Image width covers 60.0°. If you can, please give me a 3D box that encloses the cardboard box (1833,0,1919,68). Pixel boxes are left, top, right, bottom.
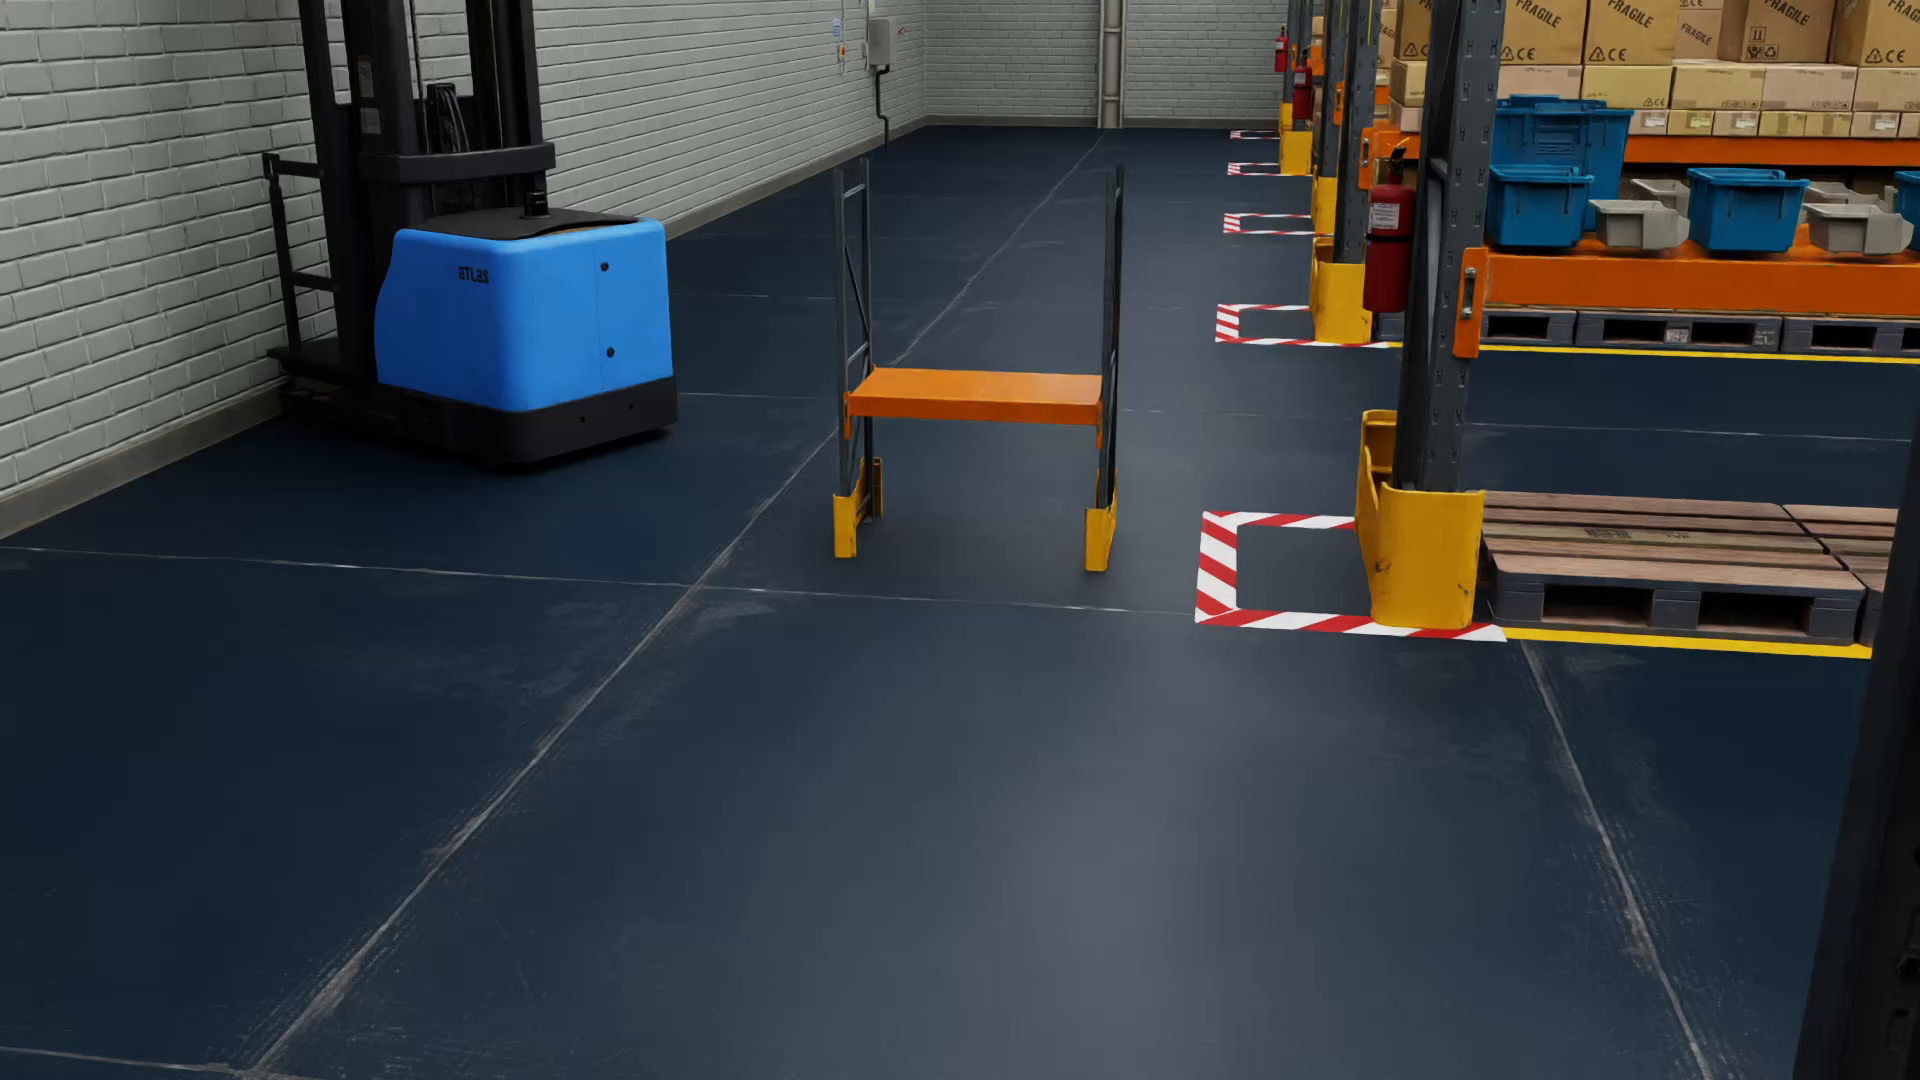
[{"bbox_3d":[5.498,-3.038,9.740,0.500,0.500,0.500,3,19,9],"label":"cardboard box"}]

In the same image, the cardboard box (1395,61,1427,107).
[{"bbox_3d":[2.970,-2.809,10.237,0.500,0.250,0.500,2,19,7],"label":"cardboard box"}]

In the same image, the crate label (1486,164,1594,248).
[{"bbox_3d":[1.944,-1.129,5.620,0.303,0.233,0.416,3,19,9],"label":"crate label"}]

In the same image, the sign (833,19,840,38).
[{"bbox_3d":[-1.529,-6.345,20.612,0.001,0.218,0.327,3,19,9],"label":"sign"}]

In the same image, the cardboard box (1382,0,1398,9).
[{"bbox_3d":[3.826,-4.953,14.677,0.500,0.500,0.500,3,19,8],"label":"cardboard box"}]

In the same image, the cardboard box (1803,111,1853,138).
[{"bbox_3d":[5.119,-2.491,9.918,0.250,0.149,0.380,3,19,10],"label":"cardboard box"}]

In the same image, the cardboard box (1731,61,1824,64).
[{"bbox_3d":[5.063,-2.873,10.429,0.500,0.250,0.500,3,19,10],"label":"cardboard box"}]

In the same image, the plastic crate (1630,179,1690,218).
[{"bbox_3d":[2.587,-1.215,6.027,0.243,0.136,0.396,3,19,9],"label":"plastic crate"}]

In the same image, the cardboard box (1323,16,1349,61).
[{"bbox_3d":[4.539,-5.885,19.508,0.500,0.500,0.500,3,19,8],"label":"cardboard box"}]

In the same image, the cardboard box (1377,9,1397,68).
[{"bbox_3d":[3.825,-4.476,14.825,0.500,0.500,0.500,4,19,11],"label":"cardboard box"}]

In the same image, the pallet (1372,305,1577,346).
[{"bbox_3d":[3.340,-1.509,10.981,1.213,0.211,1.003,3,19,9],"label":"pallet"}]

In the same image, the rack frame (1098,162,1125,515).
[{"bbox_3d":[0.586,-0.681,6.476,0.032,1.500,0.500,3,19,9],"label":"rack frame"}]

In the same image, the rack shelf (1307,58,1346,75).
[{"bbox_3d":[6.085,-5.510,19.678,4.000,0.370,1.077,3,19,9],"label":"rack shelf"}]

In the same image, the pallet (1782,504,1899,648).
[{"bbox_3d":[3.762,0.142,6.045,1.213,0.211,1.003,3,19,9],"label":"pallet"}]

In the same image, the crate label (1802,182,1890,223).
[{"bbox_3d":[3.150,-1.189,5.951,0.243,0.136,0.396,3,19,9],"label":"crate label"}]

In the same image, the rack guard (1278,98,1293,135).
[{"bbox_3d":[4.969,-6.318,24.898,0.348,0.500,1.175,3,19,9],"label":"rack guard"}]

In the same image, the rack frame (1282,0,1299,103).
[{"bbox_3d":[4.894,-7.507,24.513,0.127,3.000,1.000,3,19,9],"label":"rack frame"}]

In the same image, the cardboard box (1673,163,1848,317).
[{"bbox_3d":[4.960,-1.941,10.564,0.875,0.875,0.875,3,19,9],"label":"cardboard box"}]

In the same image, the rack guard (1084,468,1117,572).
[{"bbox_3d":[0.567,-0.090,6.677,0.087,0.250,0.587,3,19,9],"label":"rack guard"}]

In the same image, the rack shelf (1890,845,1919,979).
[{"bbox_3d":[2.938,0.698,1.124,4.000,0.370,1.077,3,19,9],"label":"rack shelf"}]

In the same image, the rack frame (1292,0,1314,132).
[{"bbox_3d":[4.110,-5.952,19.865,0.127,3.000,1.000,3,19,9],"label":"rack frame"}]

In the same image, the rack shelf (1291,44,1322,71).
[{"bbox_3d":[6.869,-7.066,24.326,4.000,0.370,1.077,3,19,9],"label":"rack shelf"}]

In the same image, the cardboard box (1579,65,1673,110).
[{"bbox_3d":[3.979,-2.758,10.087,0.500,0.250,0.500,2,19,7],"label":"cardboard box"}]

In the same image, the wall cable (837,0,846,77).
[{"bbox_3d":[-1.461,-6.725,20.525,0.123,1.953,0.585,3,19,9],"label":"wall cable"}]

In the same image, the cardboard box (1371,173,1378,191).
[{"bbox_3d":[3.902,-3.278,15.234,0.250,0.149,0.380,4,19,11],"label":"cardboard box"}]

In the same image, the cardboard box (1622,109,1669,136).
[{"bbox_3d":[4.107,-2.543,10.072,0.250,0.149,0.380,3,19,8],"label":"cardboard box"}]

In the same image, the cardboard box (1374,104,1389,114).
[{"bbox_3d":[6.321,-6.405,24.497,0.500,0.500,0.700,4,19,11],"label":"cardboard box"}]

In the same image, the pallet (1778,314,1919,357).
[{"bbox_3d":[5.750,-1.387,10.614,1.213,0.211,1.003,3,19,9],"label":"pallet"}]

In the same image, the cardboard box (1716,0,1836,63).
[{"bbox_3d":[5.056,-3.228,10.308,0.500,0.500,0.500,2,19,7],"label":"cardboard box"}]

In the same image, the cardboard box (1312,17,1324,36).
[{"bbox_3d":[5.299,-7.470,24.169,0.500,0.250,0.500,3,19,9],"label":"cardboard box"}]

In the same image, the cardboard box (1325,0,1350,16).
[{"bbox_3d":[4.539,-6.360,19.351,0.500,0.500,0.500,3,19,7],"label":"cardboard box"}]

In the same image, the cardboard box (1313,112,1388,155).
[{"bbox_3d":[4.778,-4.934,20.199,0.875,0.438,0.875,2,19,7],"label":"cardboard box"}]

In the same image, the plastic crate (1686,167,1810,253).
[{"bbox_3d":[2.594,-1.096,5.521,0.300,0.233,0.416,3,19,9],"label":"plastic crate"}]

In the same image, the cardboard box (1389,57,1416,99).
[{"bbox_3d":[3.059,-2.976,10.738,0.500,0.250,0.500,3,19,8],"label":"cardboard box"}]

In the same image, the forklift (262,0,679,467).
[{"bbox_3d":[-2.899,-2.084,8.411,3.031,2.935,1.130,13,23,35],"label":"forklift"}]

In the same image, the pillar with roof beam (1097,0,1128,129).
[{"bbox_3d":[1.692,-9.422,20.780,0.400,9.000,9.100,3,19,9],"label":"pillar with roof beam"}]

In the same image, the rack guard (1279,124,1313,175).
[{"bbox_3d":[4.087,-4.768,20.265,0.348,0.500,1.175,3,19,9],"label":"rack guard"}]

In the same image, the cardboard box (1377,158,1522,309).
[{"bbox_3d":[3.183,-2.032,10.835,0.875,0.875,0.875,3,19,9],"label":"cardboard box"}]

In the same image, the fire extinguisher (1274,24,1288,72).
[{"bbox_3d":[4.676,-7.156,24.174,0.183,0.674,0.296,3,19,9],"label":"fire extinguisher"}]

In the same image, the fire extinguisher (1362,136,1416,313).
[{"bbox_3d":[1.676,-1.232,6.468,0.183,0.674,0.296,3,19,9],"label":"fire extinguisher"}]

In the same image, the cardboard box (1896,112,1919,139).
[{"bbox_3d":[5.627,-2.466,9.840,0.250,0.149,0.380,3,19,8],"label":"cardboard box"}]

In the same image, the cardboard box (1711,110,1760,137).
[{"bbox_3d":[4.615,-2.517,9.995,0.250,0.149,0.380,3,19,10],"label":"cardboard box"}]

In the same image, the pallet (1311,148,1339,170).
[{"bbox_3d":[4.912,-4.614,20.260,1.213,0.211,1.003,3,19,9],"label":"pallet"}]

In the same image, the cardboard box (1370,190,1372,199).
[{"bbox_3d":[3.892,-3.117,15.222,0.250,0.149,0.380,3,19,10],"label":"cardboard box"}]

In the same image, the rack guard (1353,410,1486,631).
[{"bbox_3d":[1.727,-0.107,6.336,0.348,0.500,1.175,3,19,9],"label":"rack guard"}]

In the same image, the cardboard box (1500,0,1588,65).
[{"bbox_3d":[3.463,-3.139,10.043,0.500,0.500,0.500,2,19,7],"label":"cardboard box"}]

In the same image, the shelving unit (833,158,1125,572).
[{"bbox_3d":[0.075,-0.707,6.554,1.083,1.500,0.587,3,19,9],"label":"shelving unit"}]

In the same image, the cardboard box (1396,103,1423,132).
[{"bbox_3d":[2.837,-2.607,10.263,0.250,0.149,0.380,3,19,9],"label":"cardboard box"}]

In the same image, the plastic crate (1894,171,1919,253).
[{"bbox_3d":[3.245,-1.063,5.422,0.300,0.233,0.416,3,19,9],"label":"plastic crate"}]

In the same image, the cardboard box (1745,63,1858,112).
[{"bbox_3d":[4.995,-2.707,9.934,0.500,0.250,0.500,3,19,10],"label":"cardboard box"}]

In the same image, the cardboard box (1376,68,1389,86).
[{"bbox_3d":[3.693,-4.158,14.899,0.250,0.149,0.380,3,19,8],"label":"cardboard box"}]
